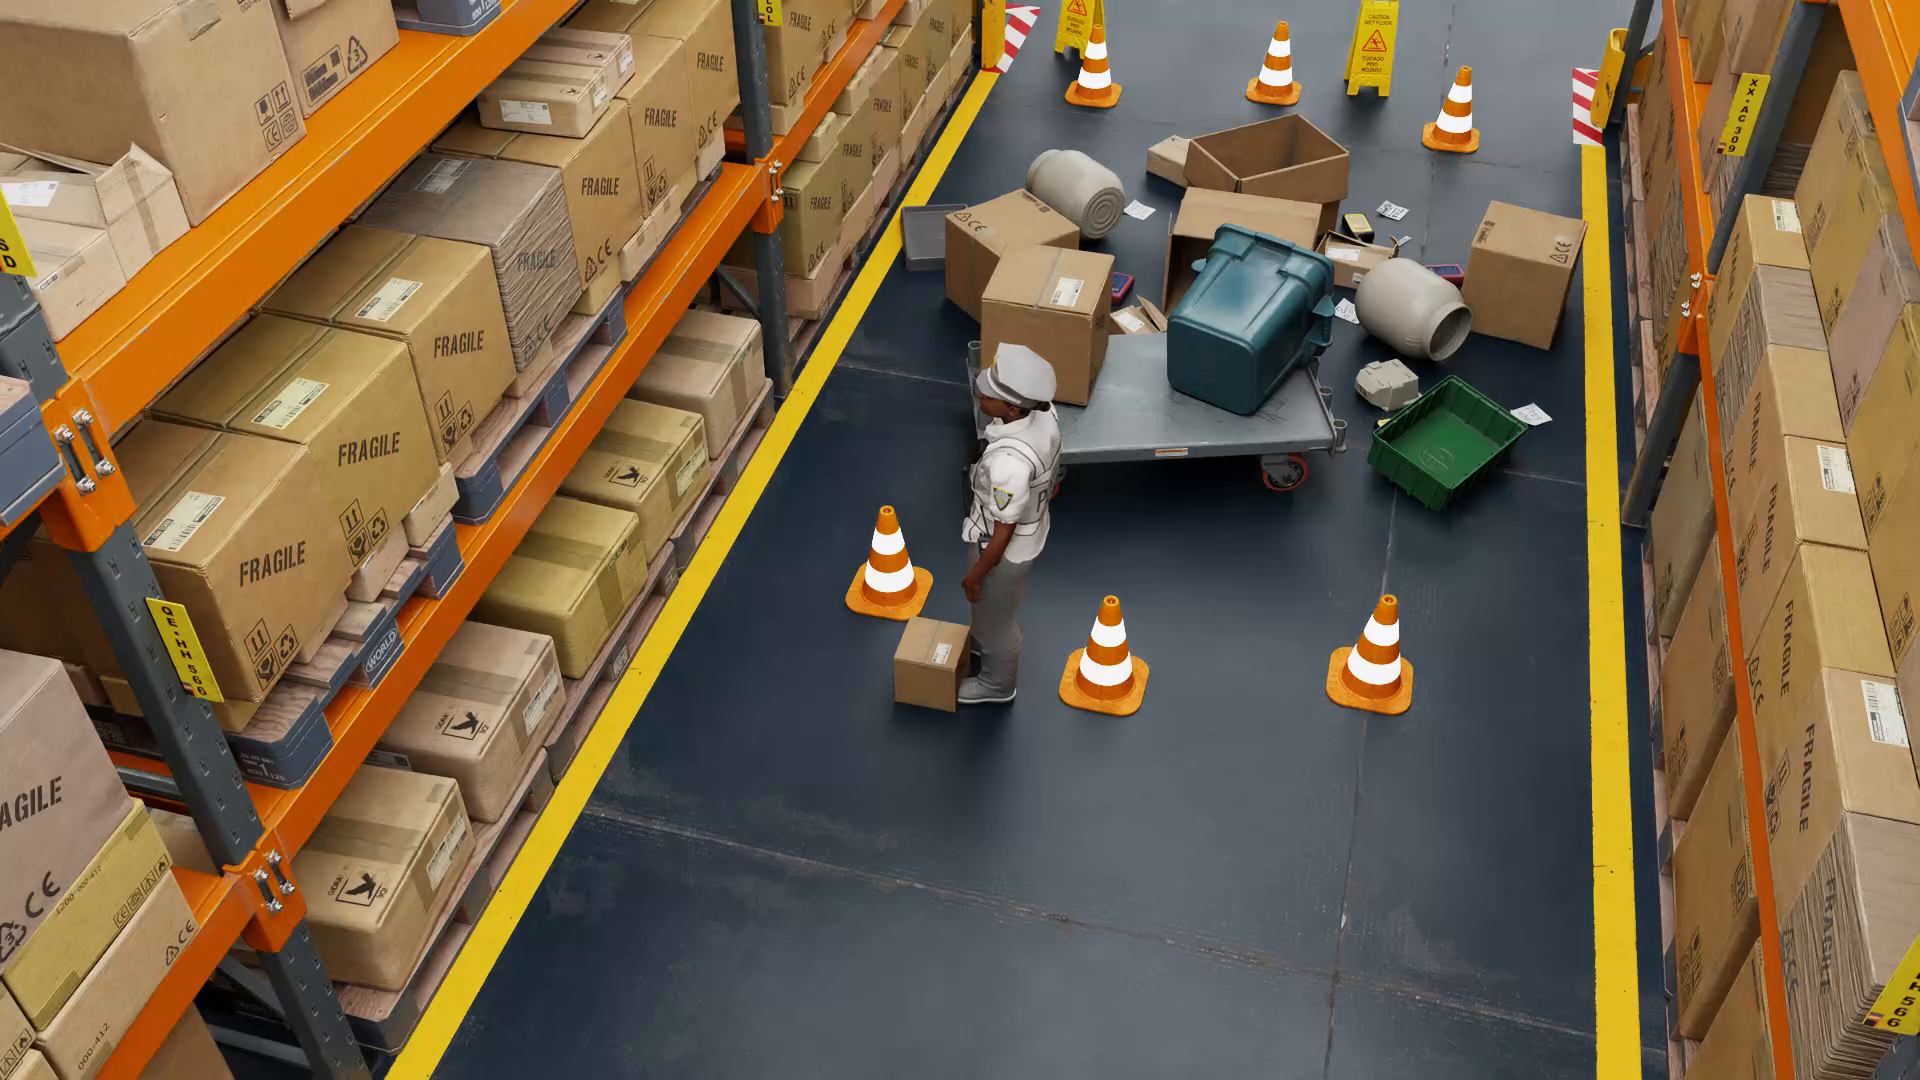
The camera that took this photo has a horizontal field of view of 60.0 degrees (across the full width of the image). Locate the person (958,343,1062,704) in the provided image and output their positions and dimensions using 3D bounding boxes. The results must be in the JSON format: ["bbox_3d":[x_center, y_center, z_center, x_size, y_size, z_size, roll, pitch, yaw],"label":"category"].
[{"bbox_3d":[0.096,-0.041,6.166,0.529,1.694,0.568,10,42,11],"label":"person"}]
